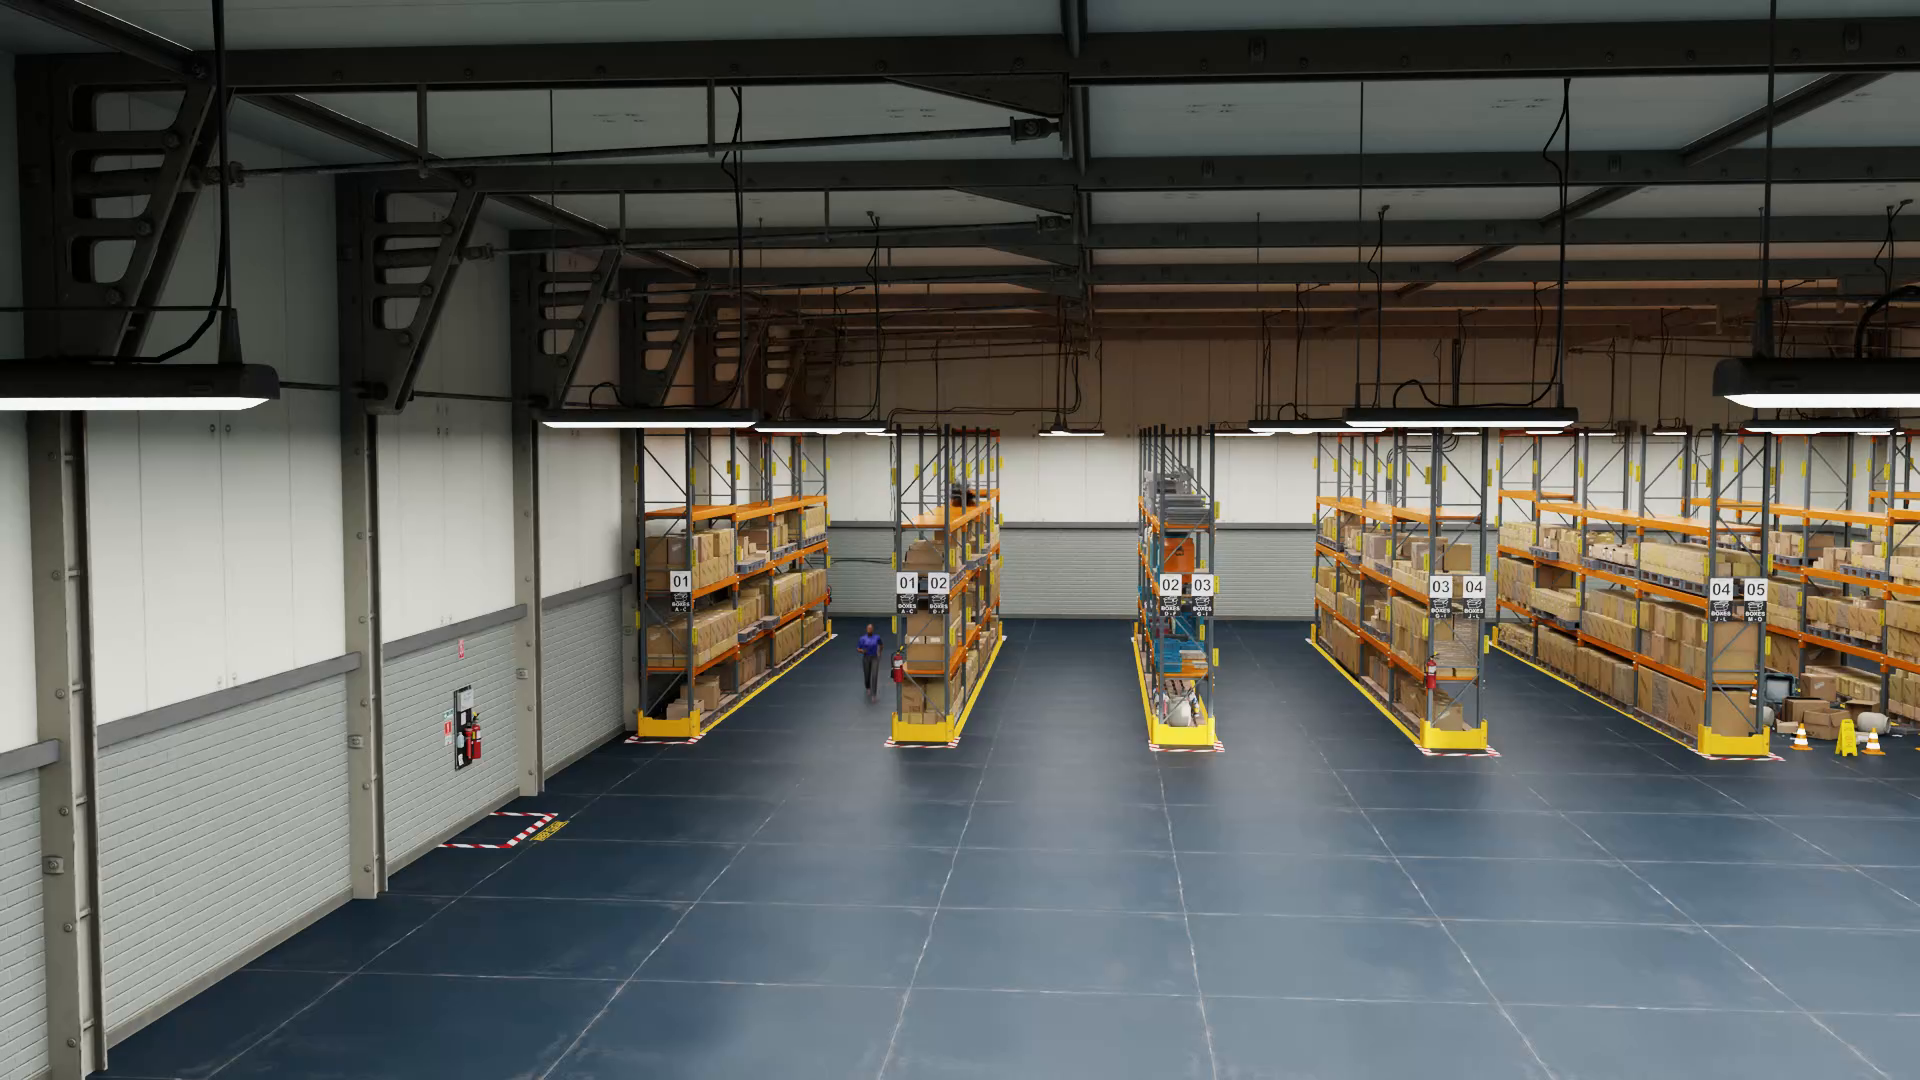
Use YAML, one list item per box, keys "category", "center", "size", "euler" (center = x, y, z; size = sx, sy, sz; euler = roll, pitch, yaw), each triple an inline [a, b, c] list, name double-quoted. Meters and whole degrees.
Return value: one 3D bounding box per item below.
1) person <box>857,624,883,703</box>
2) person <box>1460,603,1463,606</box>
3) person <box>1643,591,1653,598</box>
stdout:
- category: "person"
  center: [-1.961, 2.665, 36.398]
  size: [0.581, 1.665, 0.924]
  euler: [0, 3, -4]
- category: "person"
  center: [13.595, 2.216, 44.318]
  size: [0.750, 1.732, 1.077]
  euler: [0, 3, 3]
- category: "person"
  center: [19.789, 2.126, 47.206]
  size: [0.891, 1.468, 0.535]
  euler: [1, 4, 13]
